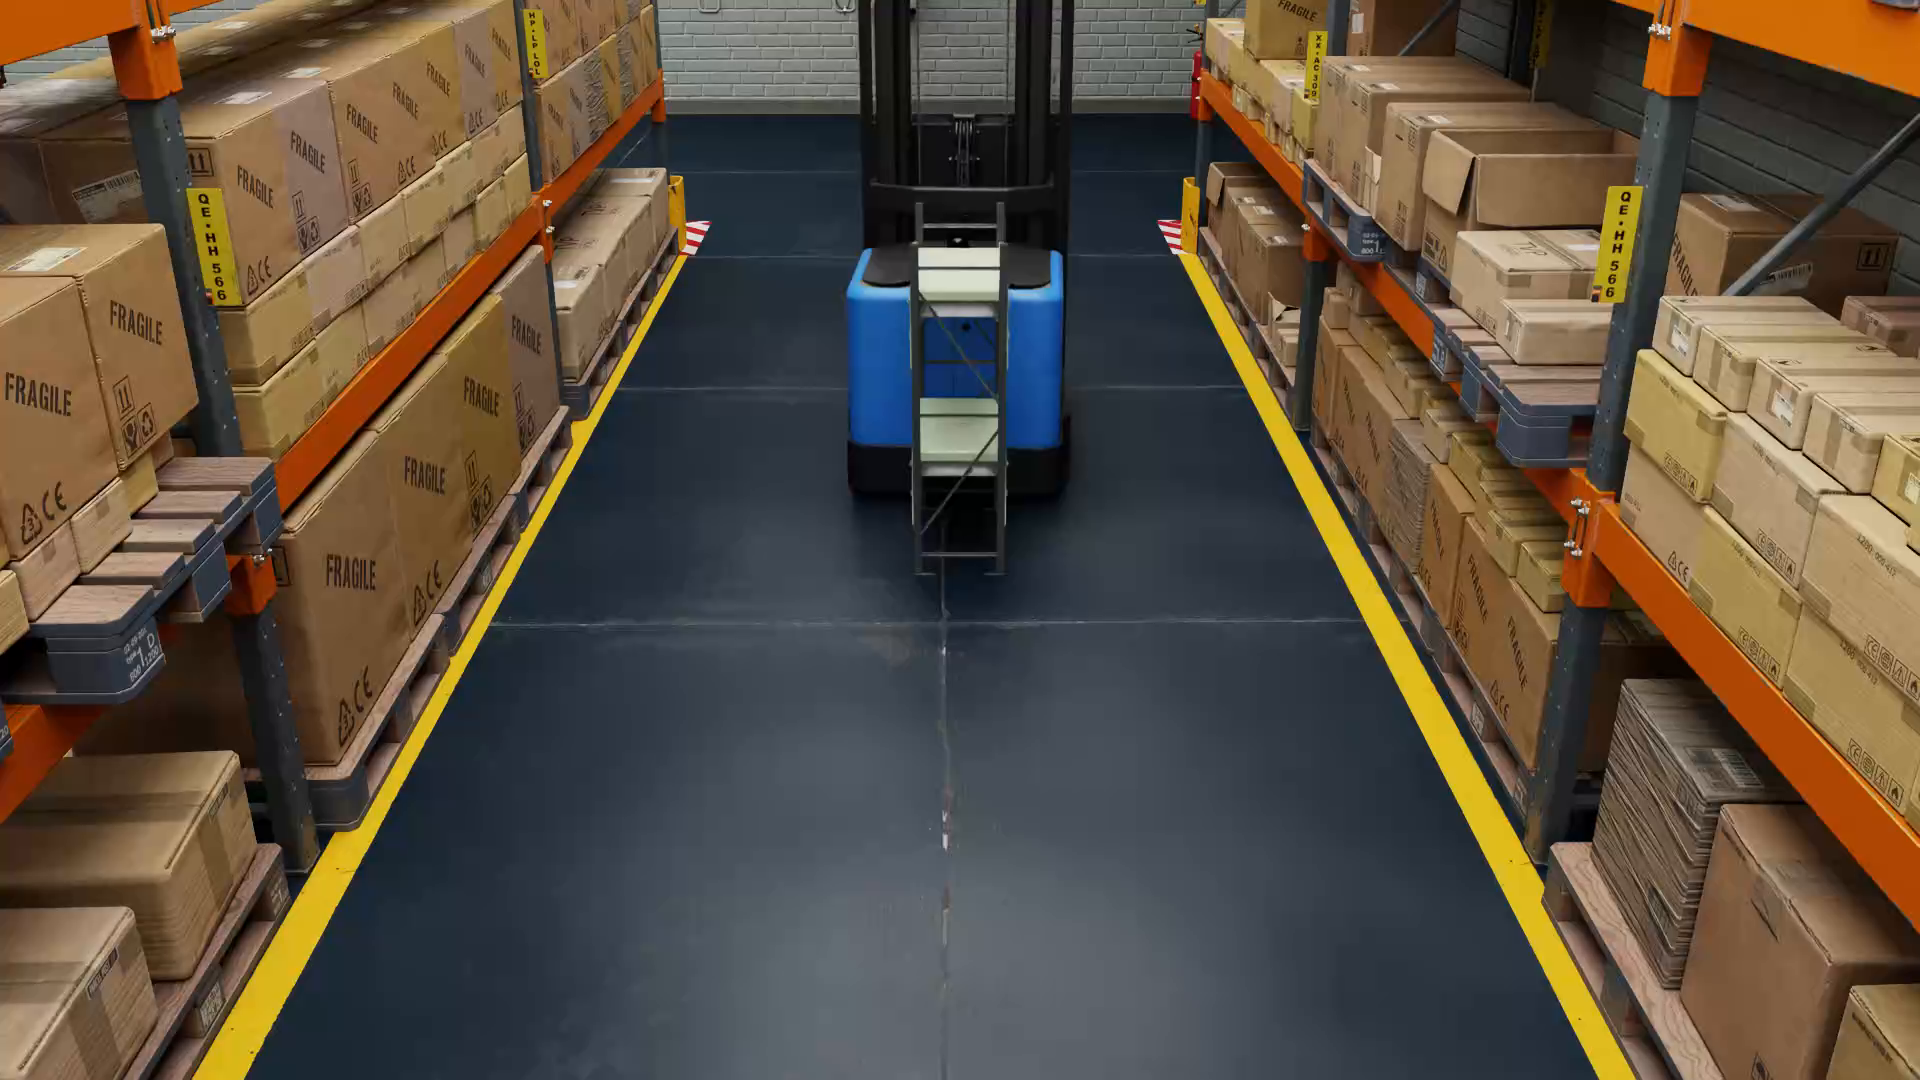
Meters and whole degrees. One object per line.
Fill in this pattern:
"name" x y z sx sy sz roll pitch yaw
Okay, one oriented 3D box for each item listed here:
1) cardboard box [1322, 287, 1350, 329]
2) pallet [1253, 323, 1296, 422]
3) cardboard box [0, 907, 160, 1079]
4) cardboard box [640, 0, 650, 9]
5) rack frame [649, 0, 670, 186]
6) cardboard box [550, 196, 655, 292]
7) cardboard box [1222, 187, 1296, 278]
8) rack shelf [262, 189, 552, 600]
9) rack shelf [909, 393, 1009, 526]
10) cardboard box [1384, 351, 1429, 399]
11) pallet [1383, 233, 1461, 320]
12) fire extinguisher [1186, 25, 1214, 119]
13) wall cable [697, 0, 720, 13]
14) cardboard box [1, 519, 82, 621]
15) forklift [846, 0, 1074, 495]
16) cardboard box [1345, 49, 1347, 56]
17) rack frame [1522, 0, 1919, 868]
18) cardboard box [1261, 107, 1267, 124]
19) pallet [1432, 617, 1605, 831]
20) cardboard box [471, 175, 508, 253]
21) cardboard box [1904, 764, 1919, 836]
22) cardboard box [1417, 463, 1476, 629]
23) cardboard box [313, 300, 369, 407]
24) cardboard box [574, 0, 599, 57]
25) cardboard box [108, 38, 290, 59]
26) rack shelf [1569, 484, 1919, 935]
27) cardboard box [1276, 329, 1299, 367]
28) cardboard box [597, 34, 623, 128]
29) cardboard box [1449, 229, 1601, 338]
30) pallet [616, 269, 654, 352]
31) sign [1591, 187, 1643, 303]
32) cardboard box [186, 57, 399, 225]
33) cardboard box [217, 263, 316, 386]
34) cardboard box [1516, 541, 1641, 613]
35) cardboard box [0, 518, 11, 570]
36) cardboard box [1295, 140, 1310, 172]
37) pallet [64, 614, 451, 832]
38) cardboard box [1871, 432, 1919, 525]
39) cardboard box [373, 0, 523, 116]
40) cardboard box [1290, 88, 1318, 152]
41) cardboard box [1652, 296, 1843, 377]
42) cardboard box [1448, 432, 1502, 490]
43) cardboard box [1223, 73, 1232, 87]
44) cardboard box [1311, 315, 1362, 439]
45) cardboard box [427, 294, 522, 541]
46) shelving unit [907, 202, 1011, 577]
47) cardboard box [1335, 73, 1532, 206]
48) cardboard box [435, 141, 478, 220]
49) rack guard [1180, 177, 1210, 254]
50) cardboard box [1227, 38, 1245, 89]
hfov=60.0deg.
"cardboard box" 2.058 -1.178 8.451 0.380 0.149 0.250 1 24 2
"pallet" 2.314 -0.991 9.686 1.003 0.211 1.213 0 24 -1
"cardboard box" -2.587 1.236 4.056 0.950 0.372 0.625 -1 24 -2
"cardboard box" -2.443 -3.907 11.414 0.500 0.500 0.500 1 24 1
"rack frame" -2.687 -3.603 12.077 1.000 3.000 0.127 0 24 -1
"cardboard box" -2.561 -1.979 11.084 0.875 0.438 0.875 0 24 1
"cardboard box" 2.159 -2.075 11.221 0.700 0.500 0.500 1 24 2
"rack shelf" -2.621 -0.803 6.759 1.077 0.370 4.000 0 24 -1
"rack shelf" -0.002 -0.379 7.560 0.431 0.370 0.720 0 24 0
"cardboard box" 2.135 -0.742 7.488 0.380 0.149 0.250 0 24 -1
"pallet" 2.338 -1.045 6.652 1.003 0.211 1.213 0 24 -1
"fire extinguisher" 1.813 -3.481 12.352 0.296 0.674 0.183 0 24 -1
"wall cable" -2.772 -6.404 16.998 0.585 1.953 0.123 0 24 -1
"cardboard box" -2.243 0.068 3.755 0.380 0.149 0.250 -1 24 -3
"forklift" 0.044 -2.121 8.882 1.130 2.935 3.031 1 24 3
"cardboard box" 2.558 -2.874 10.286 0.500 0.250 0.500 0 24 -1
"rack frame" 2.364 -0.331 4.841 1.000 3.000 0.127 0 24 -1
"cardboard box" 2.065 -2.631 10.231 0.380 0.149 0.250 0 24 -1
"pallet" 2.394 0.632 6.096 1.003 0.211 1.213 0 24 -1
"cardboard box" -2.382 -1.493 7.593 0.500 0.250 0.500 -1 24 -1
"cardboard box" 2.141 0.555 3.065 0.500 0.250 0.500 1 24 1
"cardboard box" 2.141 0.022 6.586 0.500 0.500 0.500 1 24 2
"cardboard box" -2.376 -0.653 5.735 0.500 0.250 0.500 -1 24 -2
"cardboard box" -2.400 -3.073 9.569 0.500 0.500 0.500 0 24 0
"cardboard box" -2.878 -1.644 6.411 0.500 0.500 0.500 -1 24 -1
"rack shelf" 2.386 0.821 3.167 1.077 0.370 4.000 0 24 -1
"cardboard box" 2.021 -1.100 9.491 0.380 0.149 0.250 -1 24 -2
"cardboard box" -2.392 -2.820 10.223 0.500 0.500 0.500 0 24 1
"cardboard box" 2.029 -0.887 5.743 0.500 0.250 0.500 -1 24 -3
"pallet" -2.589 -1.502 10.815 1.003 0.211 1.213 0 24 -1
"sign" 1.821 -0.816 4.605 0.100 0.325 0.005 0 24 -1
"cardboard box" -2.366 -1.430 5.937 0.500 0.500 0.500 0 24 1
"cardboard box" -2.358 -0.676 5.180 0.500 0.250 0.500 0 24 -1
"cardboard box" 2.105 0.119 5.583 0.380 0.149 0.250 -1 24 -3
"cardboard box" -2.293 -0.072 3.278 0.500 0.500 0.500 -2 24 -4
"cardboard box" 2.040 -2.102 9.062 0.380 0.149 0.250 0 24 1
"pallet" -2.533 0.639 6.082 1.003 0.211 1.213 0 24 -1
"cardboard box" 2.154 -0.112 3.450 0.380 0.149 0.250 0 24 0
"cardboard box" -2.387 -2.273 7.802 0.500 0.500 0.500 1 24 1
"cardboard box" 2.071 -2.255 8.917 0.500 0.250 0.500 0 24 1
"cardboard box" 2.073 -0.539 4.393 0.380 0.149 0.250 0 24 1
"cardboard box" 2.152 -0.314 6.540 0.380 0.149 0.250 -1 24 -1
"cardboard box" 2.055 -3.271 11.648 0.380 0.149 0.250 0 24 1
"cardboard box" 2.101 -0.831 8.471 0.500 0.500 0.500 1 24 2
"cardboard box" -2.539 -0.551 7.397 0.875 0.875 0.875 0 24 1
"shelving unit" -0.002 -0.677 7.426 0.431 1.500 0.755 0 24 0
"cardboard box" 2.108 -1.802 7.463 0.700 0.500 0.500 0 24 0
"cardboard box" -2.371 -1.515 7.034 0.500 0.250 0.500 0 24 1
"rack guard" 2.277 -2.457 12.576 1.175 0.500 0.348 0 24 -1
"cardboard box" 2.027 -3.090 10.762 0.500 0.250 0.500 -1 24 -2
